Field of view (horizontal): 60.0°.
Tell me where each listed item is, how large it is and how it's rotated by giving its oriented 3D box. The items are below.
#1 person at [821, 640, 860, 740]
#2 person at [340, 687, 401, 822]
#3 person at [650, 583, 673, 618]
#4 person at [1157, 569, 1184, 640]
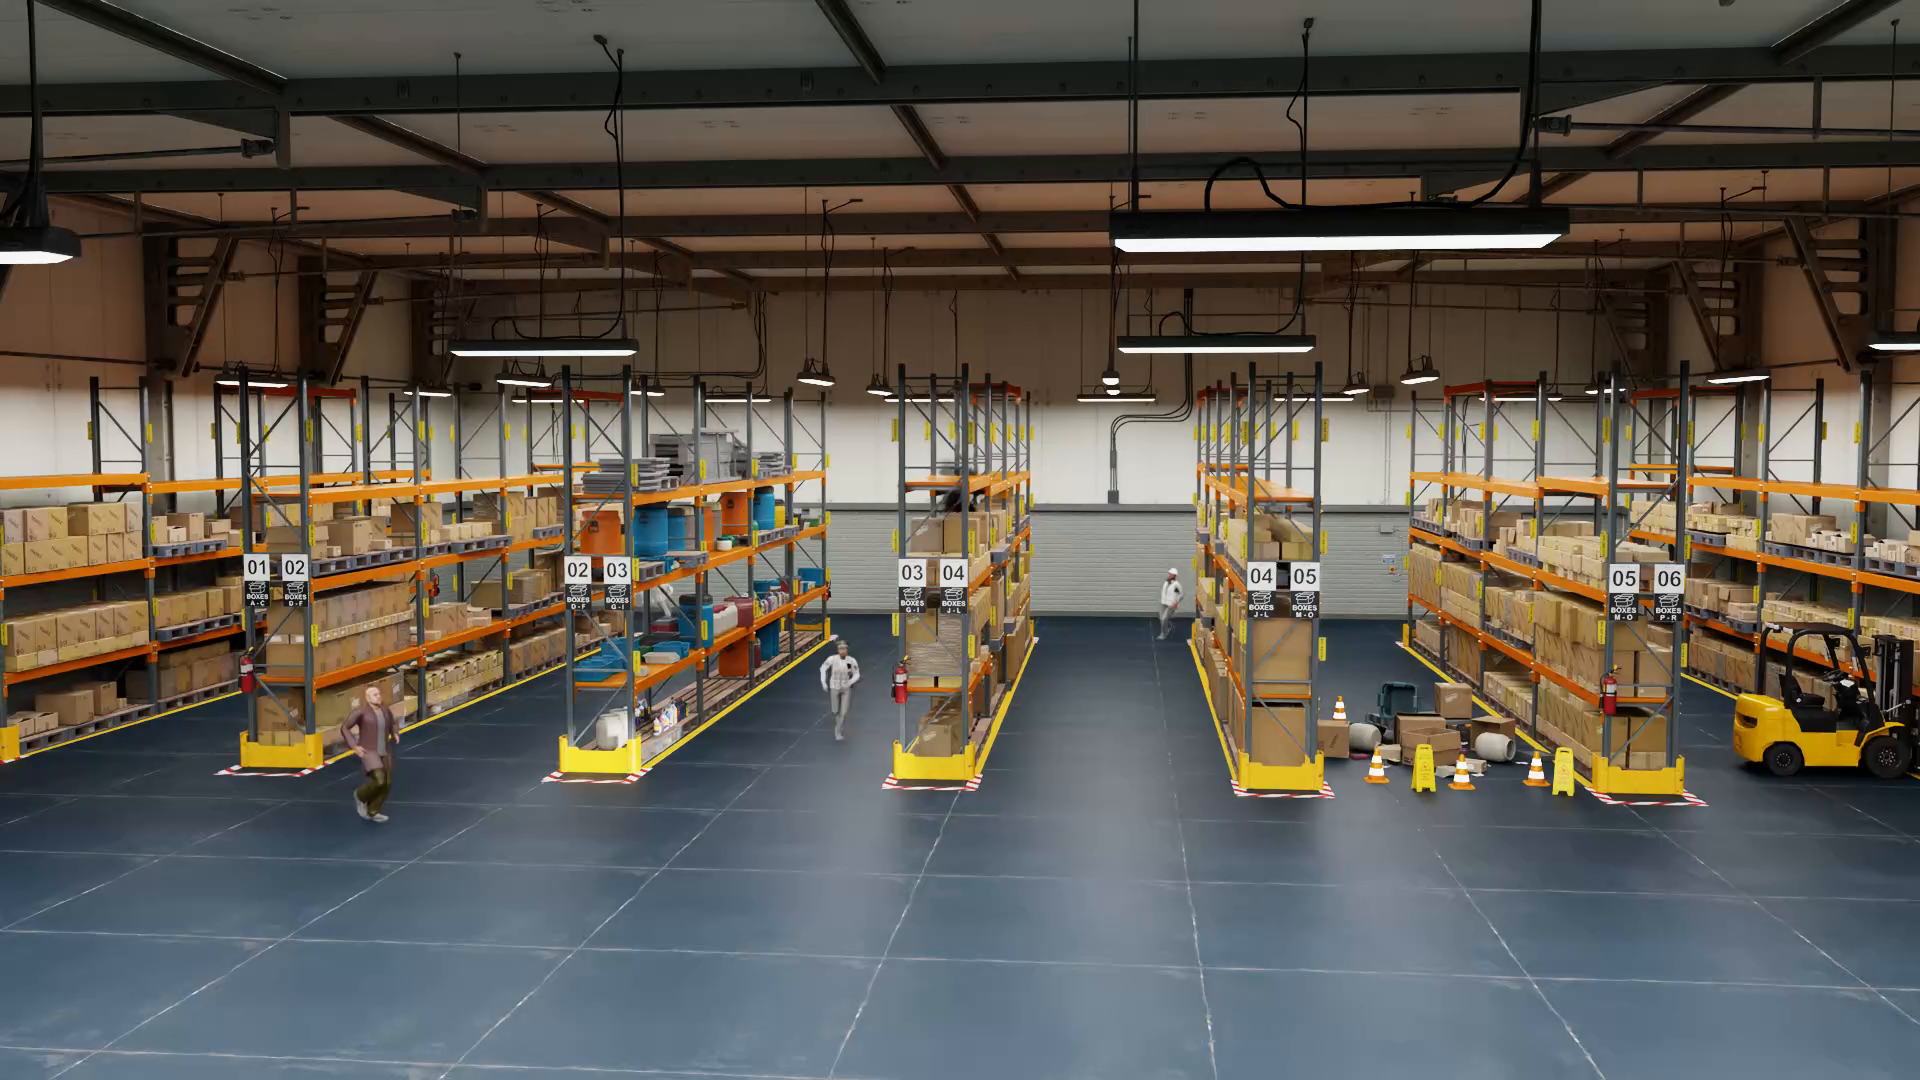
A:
[{"bbox_3d":[-1.962,2.451,27.268,0.653,1.650,0.641,0,4,-3],"label":"person"},{"bbox_3d":[-7.502,2.758,21.369,0.572,1.738,0.775,2,4,32],"label":"person"},{"bbox_3d":[-7.359,1.519,41.286,0.877,1.616,0.663,3,5,39],"label":"person"},{"bbox_3d":[5.147,1.550,40.432,0.711,1.733,0.664,4,5,45],"label":"person"}]
